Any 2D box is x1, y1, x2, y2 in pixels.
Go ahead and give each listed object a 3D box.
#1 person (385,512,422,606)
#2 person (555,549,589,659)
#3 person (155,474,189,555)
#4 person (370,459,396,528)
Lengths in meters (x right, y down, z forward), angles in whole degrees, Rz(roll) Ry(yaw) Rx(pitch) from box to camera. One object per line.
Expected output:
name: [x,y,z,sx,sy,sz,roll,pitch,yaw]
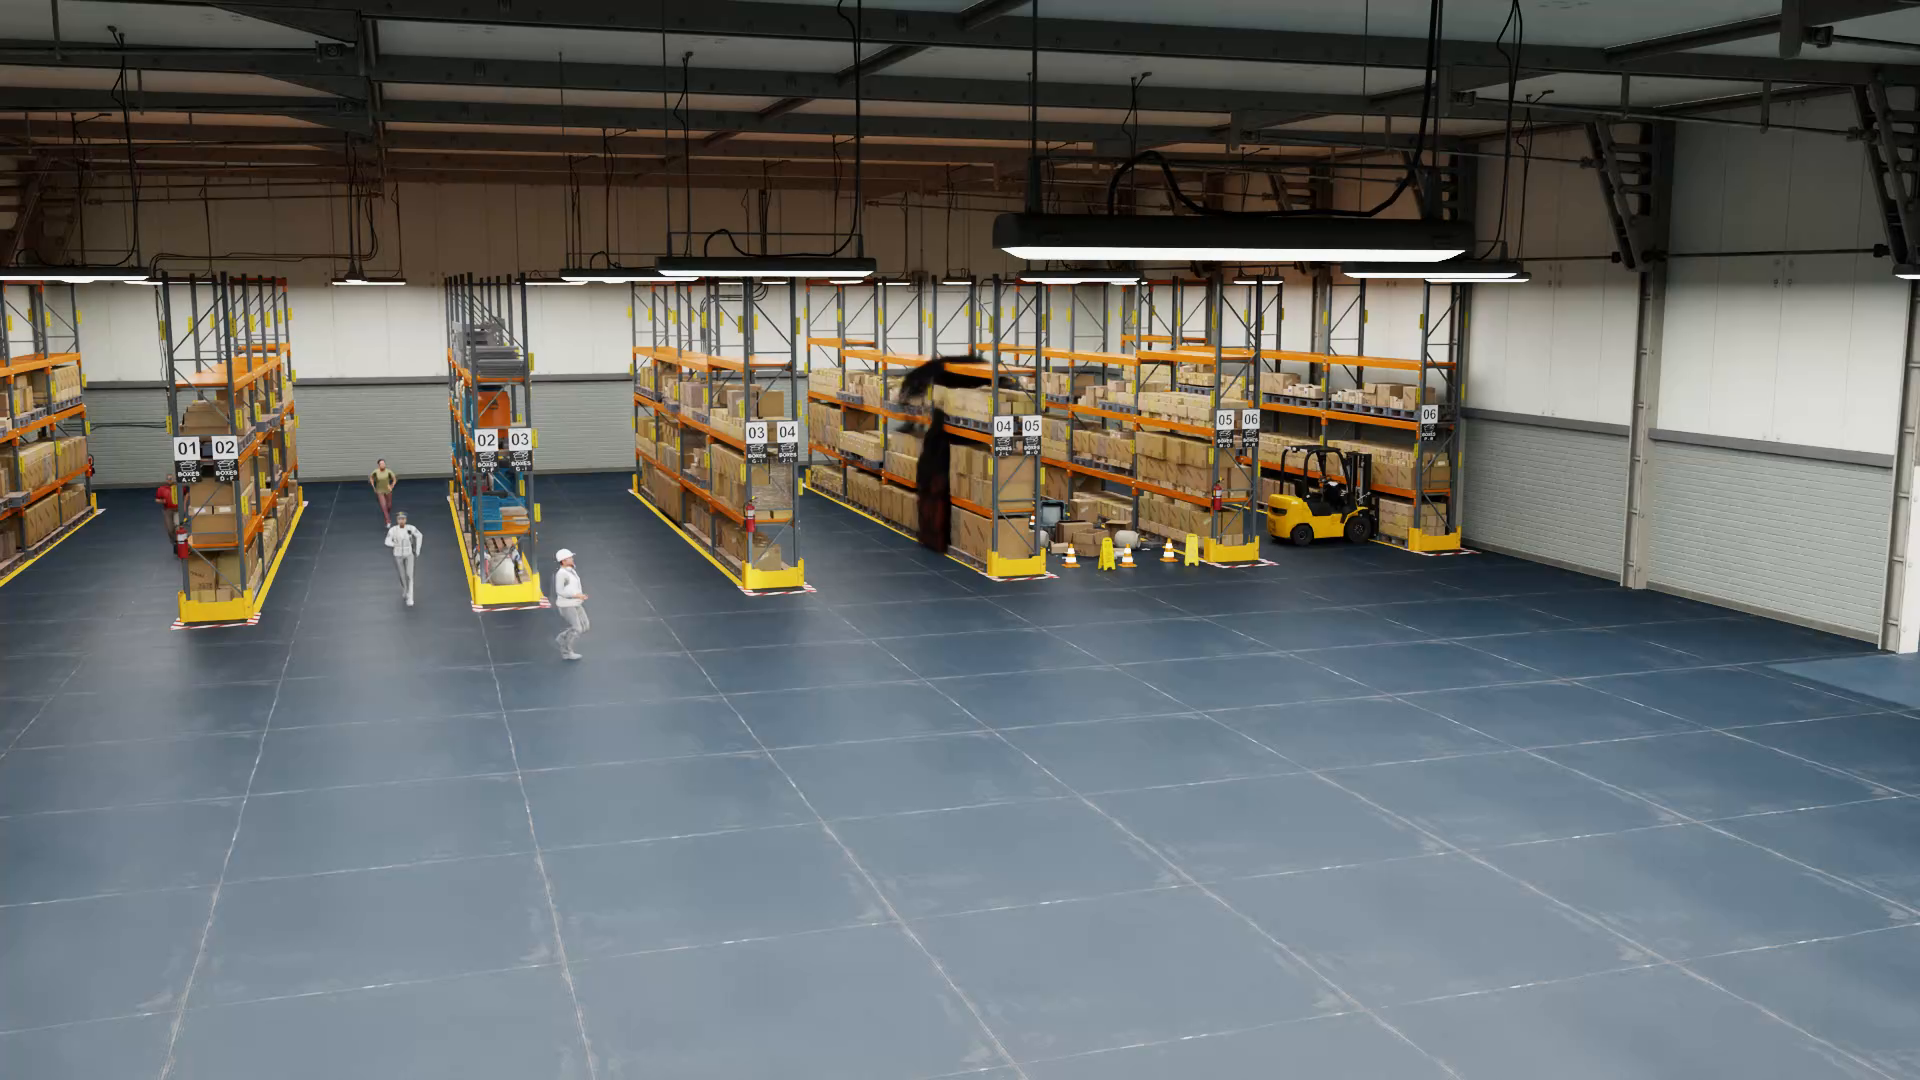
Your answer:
person: [-10.197,0.307,30.504,0.630,1.714,0.835,-2,9,-12]
person: [-6.021,0.993,25.785,0.597,1.724,0.654,1,9,5]
person: [-17.065,-0.537,36.042,0.640,1.800,0.795,-3,9,-17]
person: [-13.976,-1.146,40.325,0.604,1.644,0.812,-3,9,-19]
